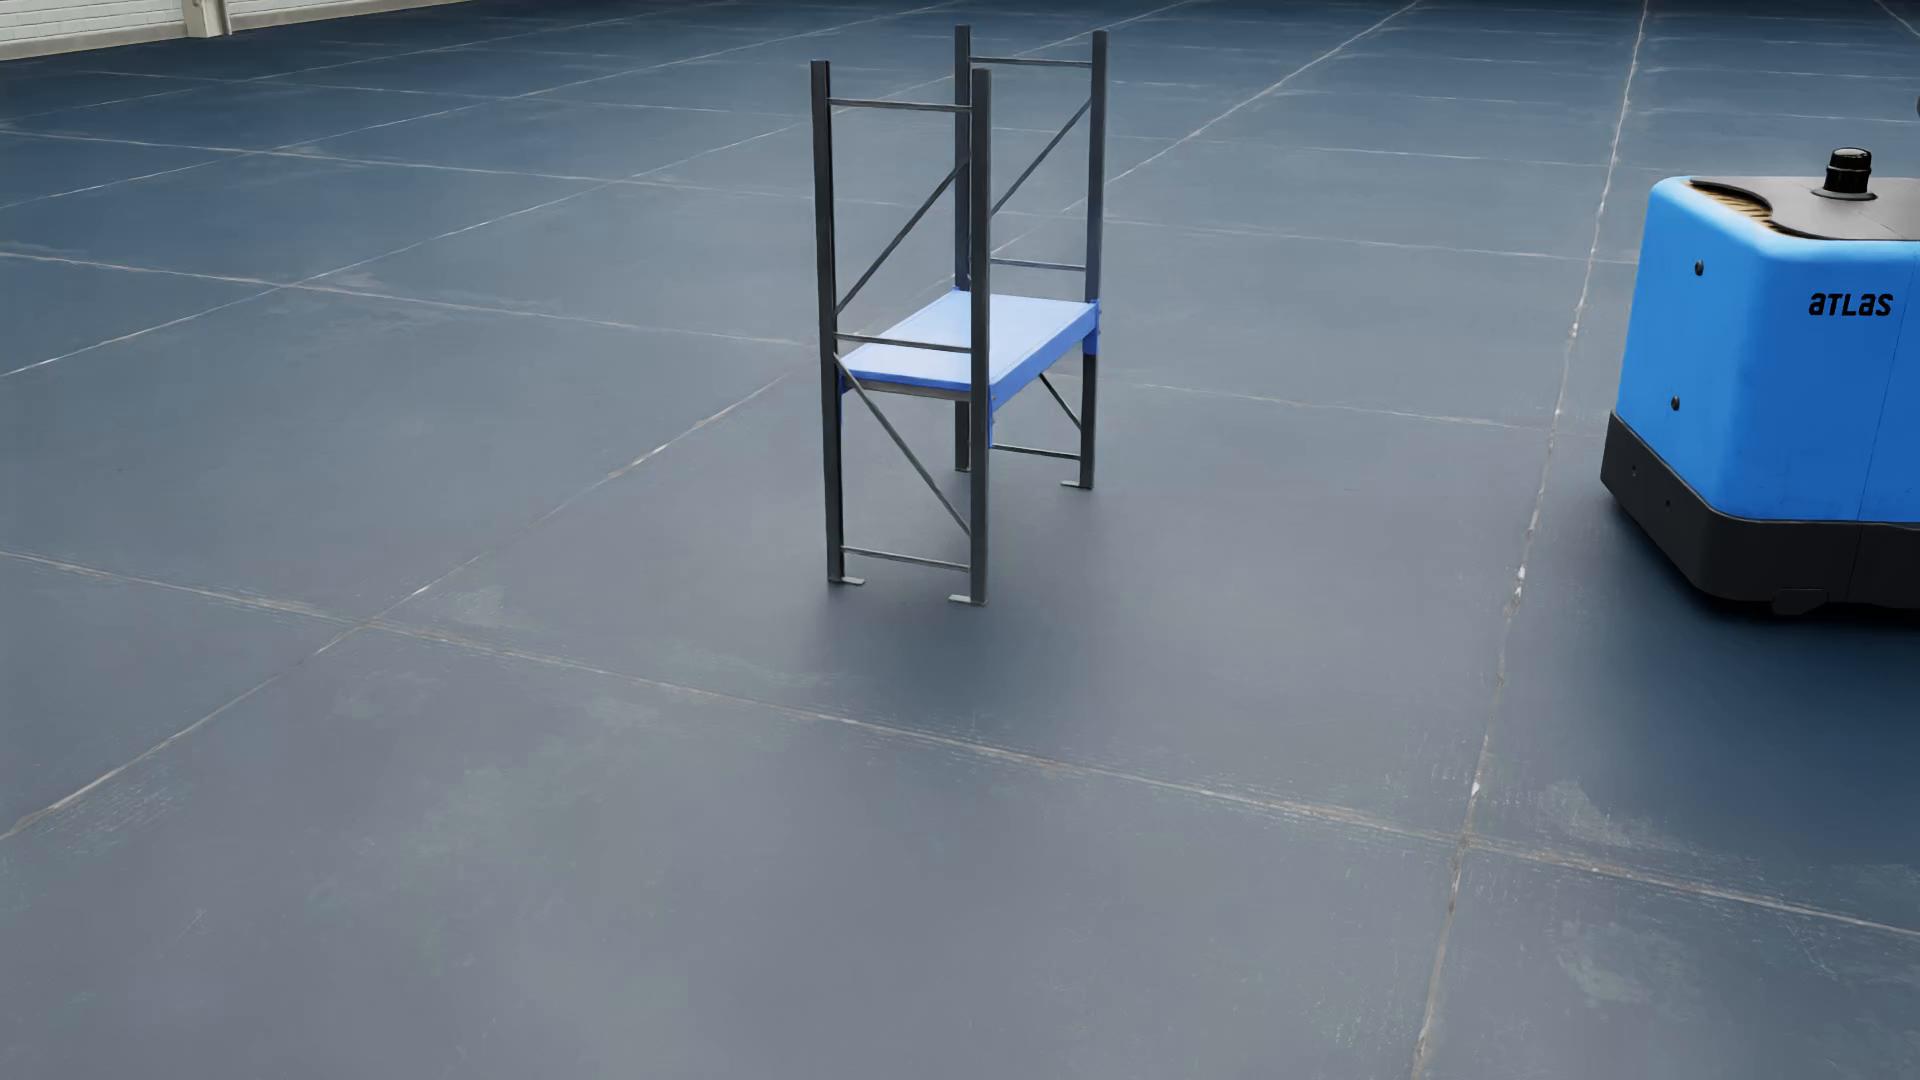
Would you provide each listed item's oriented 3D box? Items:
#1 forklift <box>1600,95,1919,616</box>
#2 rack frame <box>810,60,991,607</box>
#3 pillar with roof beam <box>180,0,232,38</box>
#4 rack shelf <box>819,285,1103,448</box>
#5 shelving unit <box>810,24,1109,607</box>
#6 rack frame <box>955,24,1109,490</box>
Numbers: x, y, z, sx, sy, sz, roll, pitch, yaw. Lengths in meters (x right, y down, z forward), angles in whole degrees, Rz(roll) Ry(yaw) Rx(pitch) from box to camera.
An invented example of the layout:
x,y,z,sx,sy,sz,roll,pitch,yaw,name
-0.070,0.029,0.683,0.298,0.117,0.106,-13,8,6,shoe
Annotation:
x,y,z,sx,sy,sz,roll,pitch,yaw,name
3.627,-1.294,4.546,3.031,2.935,1.130,1,23,2,forklift
-0.157,-0.541,4.599,0.500,1.500,0.032,9,24,20,rack frame
-4.659,-9.356,15.973,9.100,9.000,0.400,9,24,20,pillar with roof beam
0.032,-0.557,5.103,0.538,0.185,1.000,9,24,20,rack shelf
0.032,-0.723,5.034,0.538,1.500,1.048,9,24,20,shelving unit
0.220,-0.904,5.470,0.500,1.500,0.032,9,24,20,rack frame
